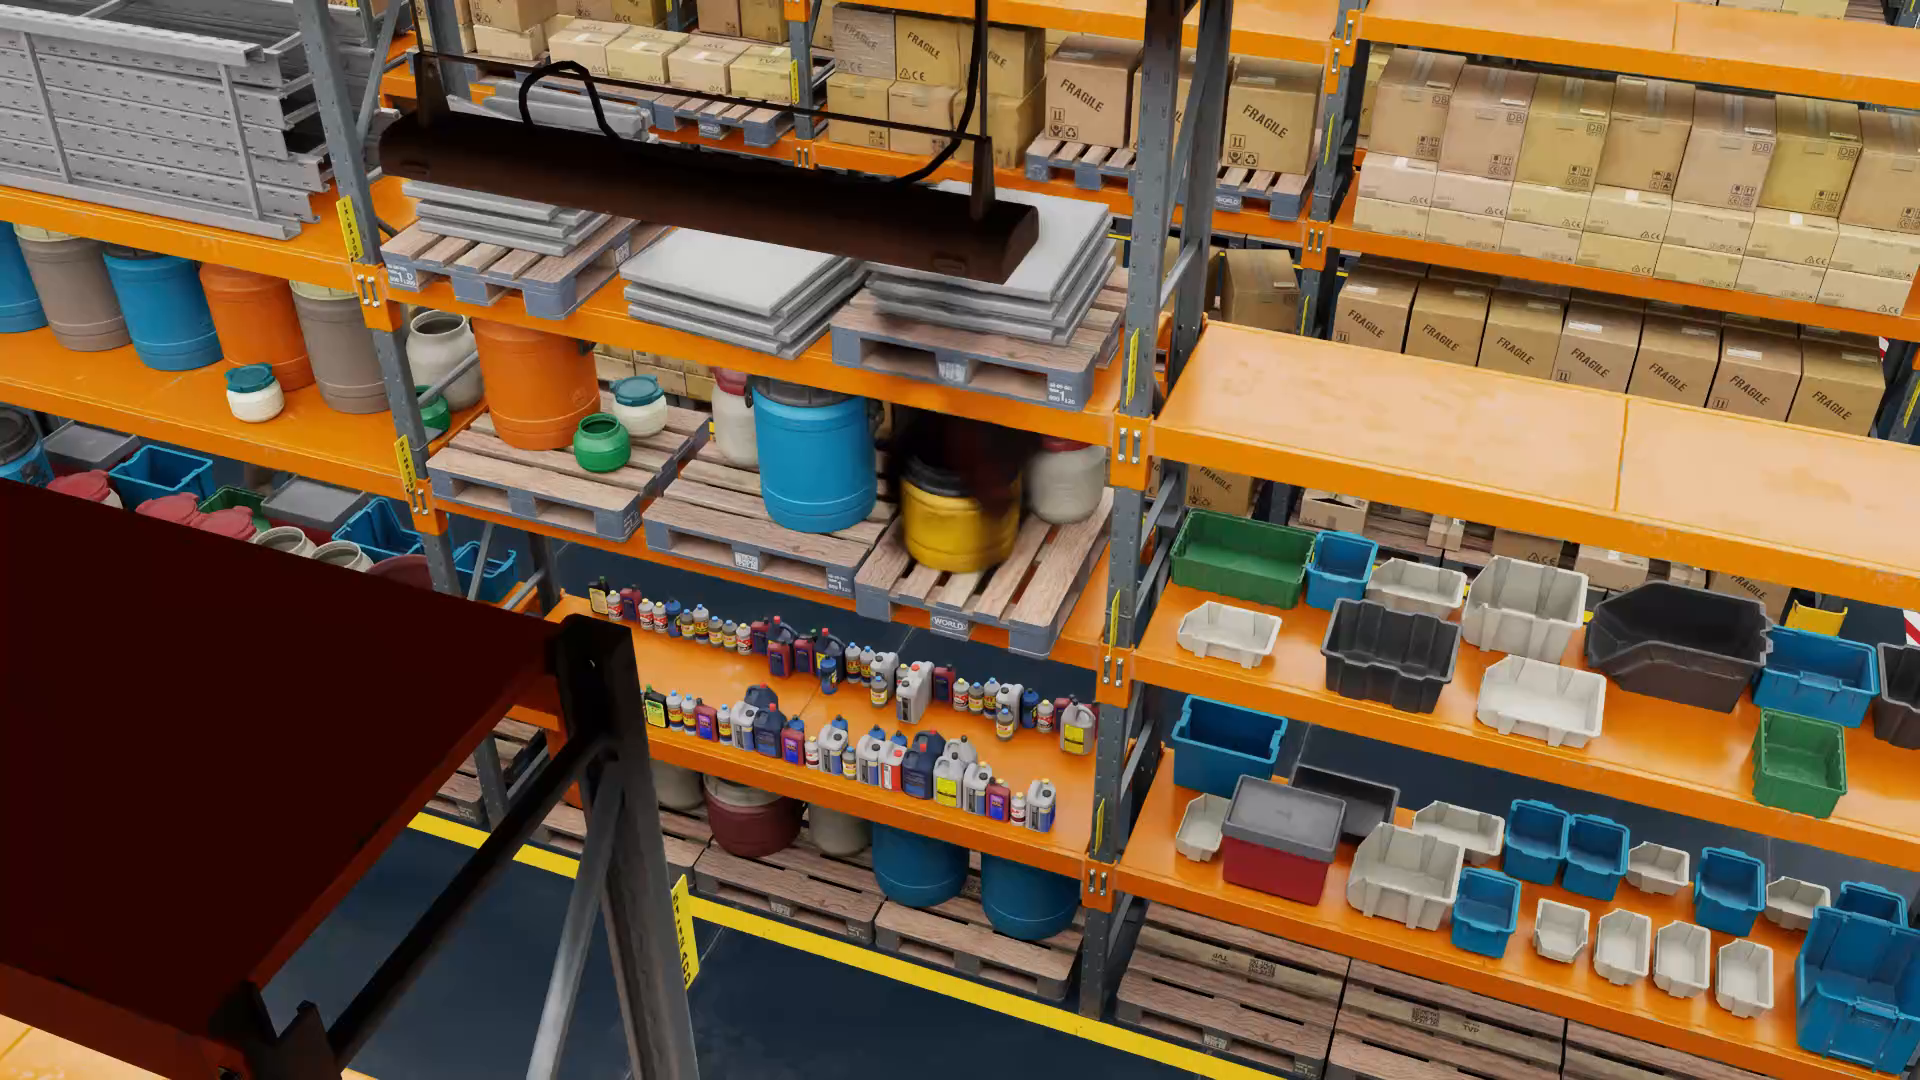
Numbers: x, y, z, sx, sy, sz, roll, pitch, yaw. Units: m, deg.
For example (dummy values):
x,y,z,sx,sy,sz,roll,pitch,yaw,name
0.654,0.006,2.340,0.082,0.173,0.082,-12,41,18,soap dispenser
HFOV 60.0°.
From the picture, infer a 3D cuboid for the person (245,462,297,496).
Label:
x,y,z,sx,sy,sz,roll,pitch,yaw,name
-5.302,-0.716,12.946,0.795,1.799,0.640,12,38,15,person
